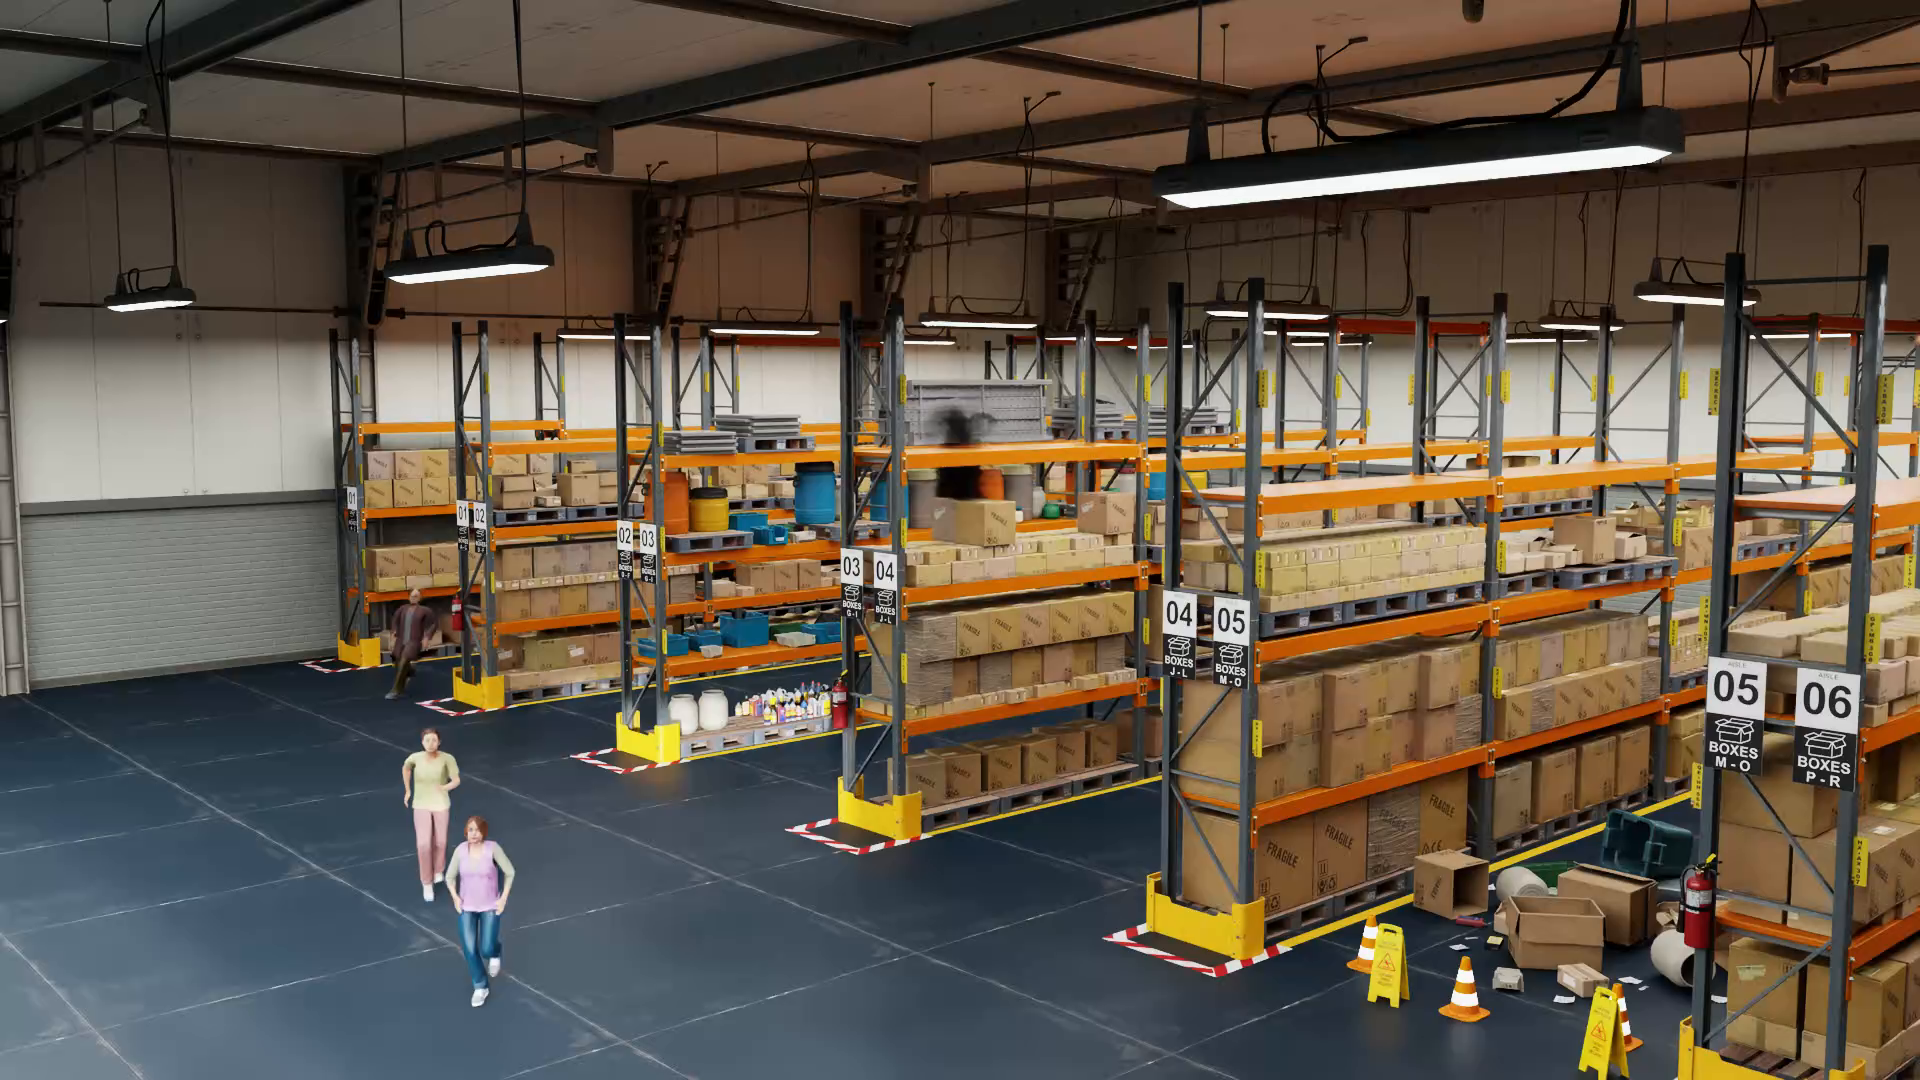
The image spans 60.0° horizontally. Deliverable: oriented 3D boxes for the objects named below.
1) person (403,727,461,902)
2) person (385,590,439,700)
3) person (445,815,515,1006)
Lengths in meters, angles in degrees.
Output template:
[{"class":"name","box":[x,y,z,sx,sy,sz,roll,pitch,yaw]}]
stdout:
[{"class":"person","box":[-5.251,2.703,16.562,0.540,1.713,0.801,-2,6,-19]},{"class":"person","box":[-8.820,1.660,26.766,0.773,1.722,0.916,1,6,11]},{"class":"person","box":[-3.979,3.035,13.798,0.564,1.559,0.576,-1,6,-7]}]
